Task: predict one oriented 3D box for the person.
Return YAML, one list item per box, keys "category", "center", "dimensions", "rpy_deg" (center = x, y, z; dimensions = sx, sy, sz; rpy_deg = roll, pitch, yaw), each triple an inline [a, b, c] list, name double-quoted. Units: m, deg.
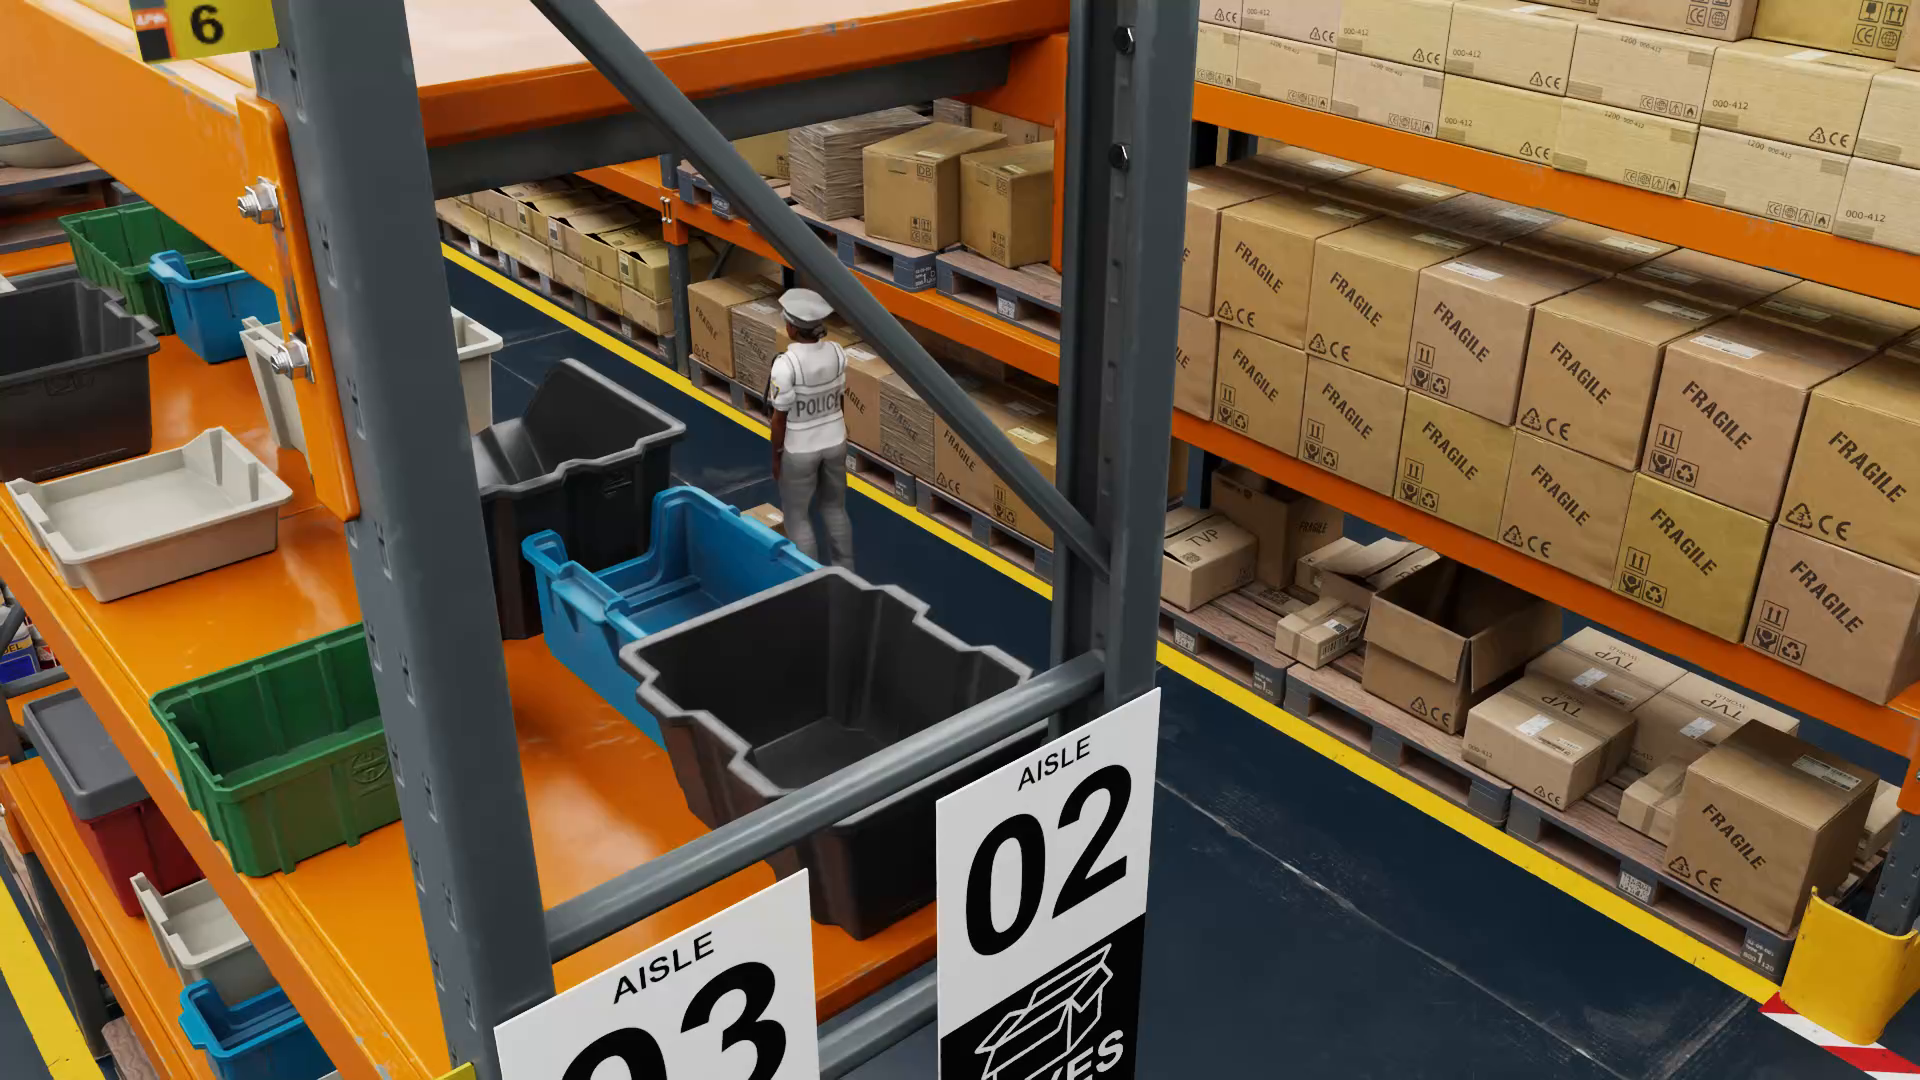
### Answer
- category: "person"
  center: [-0.776, -0.463, 8.464]
  dimensions: [0.435, 1.686, 0.340]
  rpy_deg: [-21, 35, -34]
